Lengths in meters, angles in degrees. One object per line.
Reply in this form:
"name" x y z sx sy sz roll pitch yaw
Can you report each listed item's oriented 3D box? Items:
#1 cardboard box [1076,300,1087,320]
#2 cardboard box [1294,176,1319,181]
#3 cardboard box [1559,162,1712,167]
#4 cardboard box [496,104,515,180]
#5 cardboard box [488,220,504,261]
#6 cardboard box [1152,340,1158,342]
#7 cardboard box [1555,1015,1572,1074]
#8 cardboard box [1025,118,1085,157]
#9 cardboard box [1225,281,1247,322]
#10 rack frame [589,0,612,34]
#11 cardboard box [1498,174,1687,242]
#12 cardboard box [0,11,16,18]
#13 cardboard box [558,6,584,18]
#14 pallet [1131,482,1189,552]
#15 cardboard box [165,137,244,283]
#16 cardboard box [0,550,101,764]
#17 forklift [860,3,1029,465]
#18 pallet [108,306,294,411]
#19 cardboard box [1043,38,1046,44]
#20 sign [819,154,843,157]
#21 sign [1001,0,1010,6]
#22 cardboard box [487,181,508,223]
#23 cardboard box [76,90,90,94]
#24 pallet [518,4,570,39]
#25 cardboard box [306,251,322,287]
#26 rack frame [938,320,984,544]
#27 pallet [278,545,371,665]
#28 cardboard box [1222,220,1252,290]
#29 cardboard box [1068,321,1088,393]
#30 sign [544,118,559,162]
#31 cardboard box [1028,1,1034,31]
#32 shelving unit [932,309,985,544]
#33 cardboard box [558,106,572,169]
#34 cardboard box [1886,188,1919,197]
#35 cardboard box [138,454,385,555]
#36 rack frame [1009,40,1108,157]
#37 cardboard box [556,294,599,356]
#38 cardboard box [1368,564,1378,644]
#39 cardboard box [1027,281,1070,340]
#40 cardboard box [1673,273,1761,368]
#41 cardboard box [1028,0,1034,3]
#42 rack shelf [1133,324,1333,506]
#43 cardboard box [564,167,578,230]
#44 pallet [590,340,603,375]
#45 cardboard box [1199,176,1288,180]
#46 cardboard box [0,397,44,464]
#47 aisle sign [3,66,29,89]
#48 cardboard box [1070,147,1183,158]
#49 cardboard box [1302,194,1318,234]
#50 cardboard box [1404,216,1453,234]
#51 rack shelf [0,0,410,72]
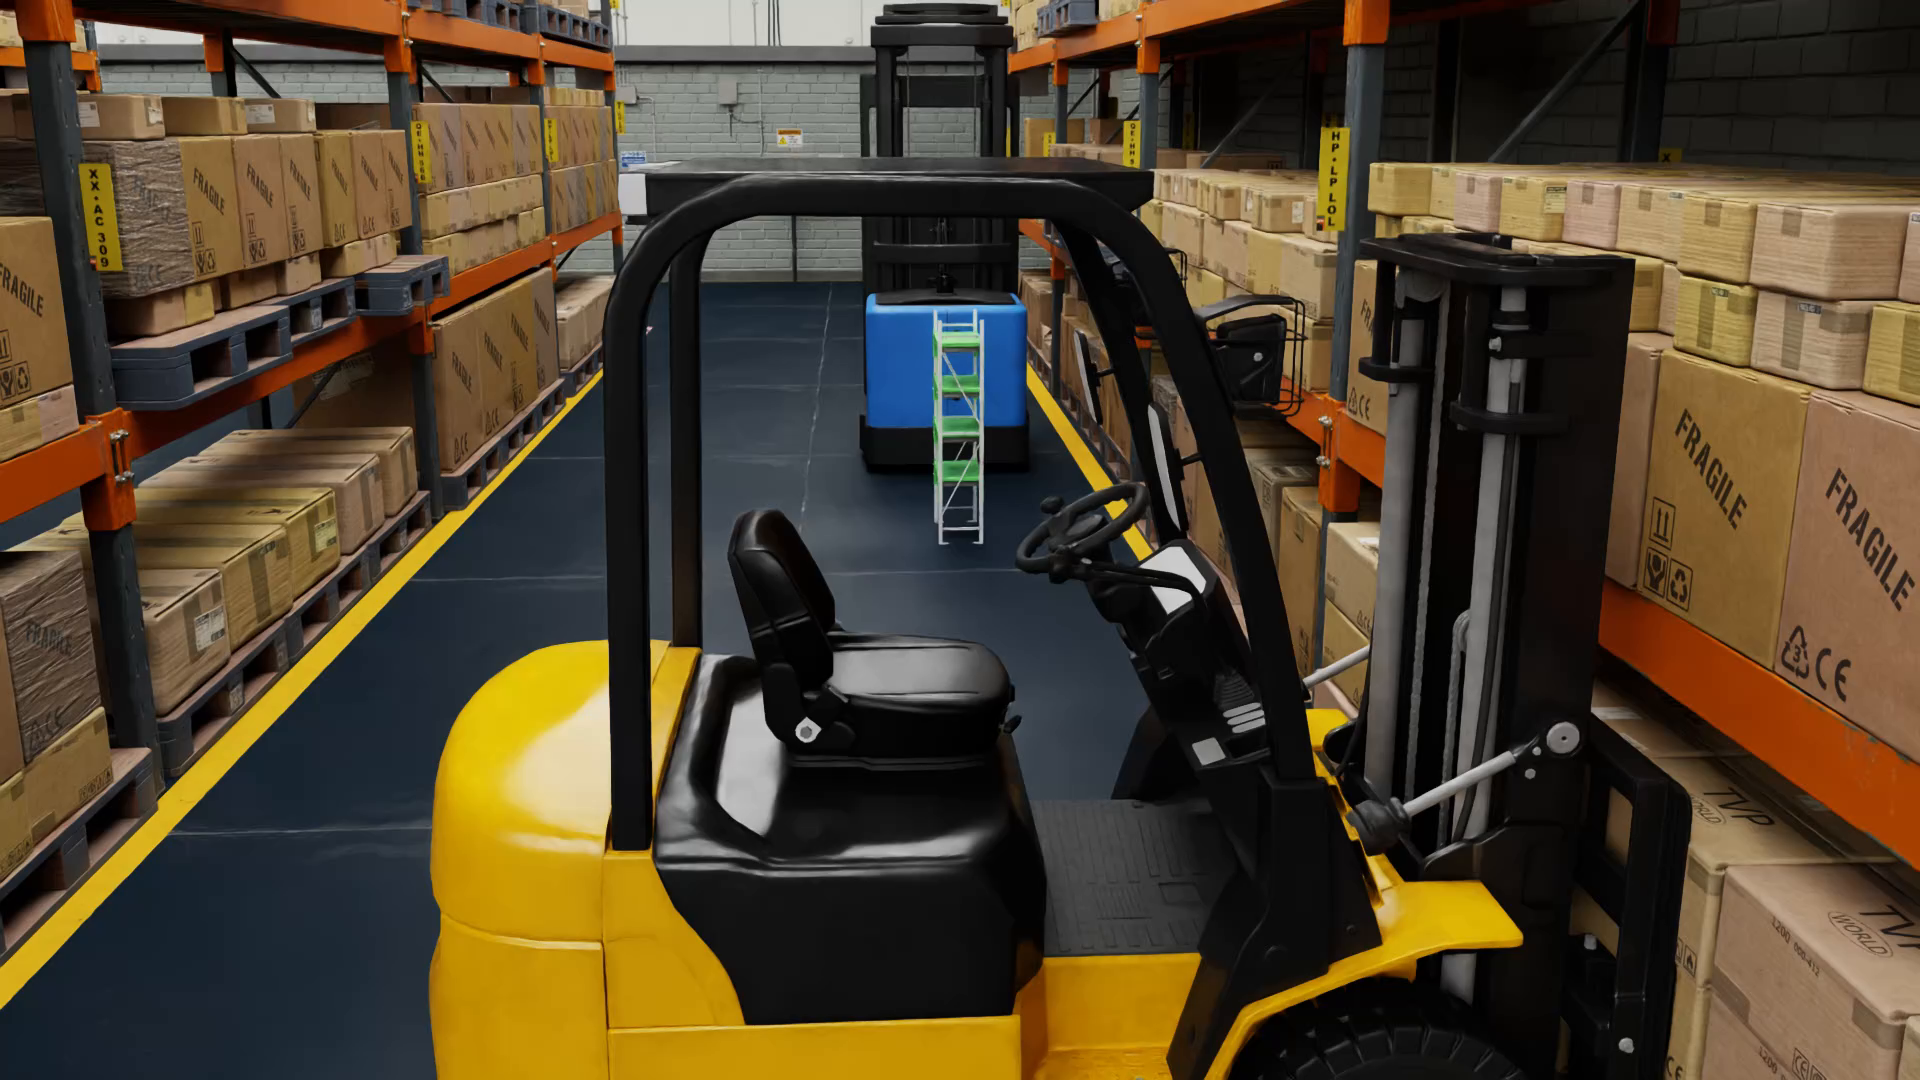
"cardboard box" 1.099 -1.784 12.812 0.380 0.149 0.250 -1 14 -5
"cardboard box" 1.824 -1.673 8.006 0.380 0.149 0.250 -1 14 -4
"cardboard box" 2.065 -1.080 5.105 0.380 0.149 0.250 -1 14 -3
"cardboard box" -3.376 -2.731 11.413 0.500 0.500 0.500 0 14 -2
"cardboard box" -3.347 -1.999 11.077 0.500 0.250 0.500 -1 14 -3
"cardboard box" 1.192 -1.203 10.552 0.380 0.149 0.250 -1 14 -5
"cardboard box" 1.549 0.986 3.851 0.500 0.250 0.500 0 14 -2
"cardboard box" 0.853 -3.577 15.109 0.500 0.500 0.500 -1 14 -2
"cardboard box" 1.415 -0.946 6.984 0.500 0.250 0.500 -1 14 -3
"rack frame" -3.954 -6.460 16.076 1.000 3.000 0.127 -1 14 -3
"cardboard box" 1.555 -0.814 4.072 0.380 0.149 0.250 -1 14 -4
"cardboard box" -8.543 -4.710 14.592 0.500 0.250 0.500 -1 14 -3
"cardboard box" -3.730 -4.924 15.587 0.380 0.149 0.250 -2 15 -8
"pallet" 1.508 -0.087 8.942 1.003 0.211 1.213 -1 14 -3
"cardboard box" -2.985 -1.212 6.077 0.500 0.500 0.500 -1 14 -3
"cardboard box" -2.906 0.337 4.866 0.500 0.500 0.500 -1 14 -4
"forklift" -0.150 -2.213 11.744 1.130 2.935 3.031 -1 14 -3
"pallet" -3.112 -0.670 5.996 1.003 0.211 1.213 -1 14 -3
"cardboard box" 0.900 -4.243 13.981 0.380 0.149 0.250 -1 14 -4
"sign" -1.740 -4.966 22.500 0.329 0.494 0.001 -1 14 -3
"sign" 0.459 -5.500 16.610 0.100 0.325 0.005 -1 14 -3
"cardboard box" -3.311 -2.244 11.025 0.500 0.250 0.500 -1 14 -2
"cardboard box" -8.611 -4.020 15.828 0.500 0.500 0.500 -1 14 -5
"pallet" -3.746 -4.174 13.386 1.003 0.211 1.213 -1 14 -3
"cardboard box" -3.028 -1.185 7.274 0.380 0.149 0.250 -1 14 -5
"rack frame" 0.005 -0.562 8.801 0.240 1.200 0.015 -1 14 -3
"pallet" -3.338 0.282 7.507 1.003 0.211 1.213 -1 14 -3
"cardboard box" 1.393 -1.191 6.933 0.500 0.250 0.500 -1 14 -2
"cardboard box" 1.096 -1.375 12.523 0.500 0.500 0.500 -1 14 -4
"sign" -3.165 -3.094 12.865 0.100 0.325 0.005 -1 14 -3
"cardboard box" 0.882 -4.660 14.804 0.500 0.250 0.500 -1 14 -4
"shelving unit" -0.010 -0.622 9.037 0.258 1.200 0.503 -1 14 -3
"cardboard box" -3.519 -3.341 13.784 0.500 0.500 0.500 -1 14 -4
"cardboard box" 2.117 -0.632 3.364 0.380 0.149 0.250 -1 14 -3
"cardboard box" -3.379 -0.172 8.107 0.950 0.372 0.625 -1 14 -5
"rack frame" 1.000 -3.633 17.125 1.000 3.000 0.127 -1 14 -3
"cardboard box" -3.694 -1.903 14.703 0.875 0.438 0.875 -1 14 -5
"cardboard box" 1.482 0.248 4.711 0.500 0.250 0.500 -1 14 -3
"cardboard box" 0.891 -2.126 15.442 0.500 0.500 0.500 -1 14 -2
"cardboard box" 1.587 -0.417 3.123 0.380 0.149 0.250 -1 14 -3
"cardboard box" 0.876 -4.907 14.757 0.500 0.250 0.500 0 14 -2
"rack shelf" 1.620 -0.797 7.549 1.077 0.370 4.000 -1 14 -3
"cardboard box" -3.501 -2.855 13.901 0.500 0.500 0.500 -1 14 -3
"pallet" -3.753 -1.704 15.227 1.003 0.211 1.213 -1 14 -3
"cardboard box" 1.355 -1.665 7.976 0.380 0.149 0.250 -1 14 -3
"cardboard box" -2.864 -0.312 4.723 0.380 0.149 0.250 -1 14 -2
"aisle sign" -9.192 -4.726 16.158 0.394 0.787 0.004 -1 14 -3
"cardboard box" 1.136 -2.442 11.454 0.700 0.500 0.500 -1 14 -4
"cardboard box" 1.504 -1.218 6.238 0.380 0.149 0.250 -1 14 -3
"cardboard box" 1.519 -0.863 4.859 0.380 0.149 0.250 -1 14 -2
"rack shelf" -3.334 -2.172 6.874 1.077 0.370 4.000 -1 14 -3
